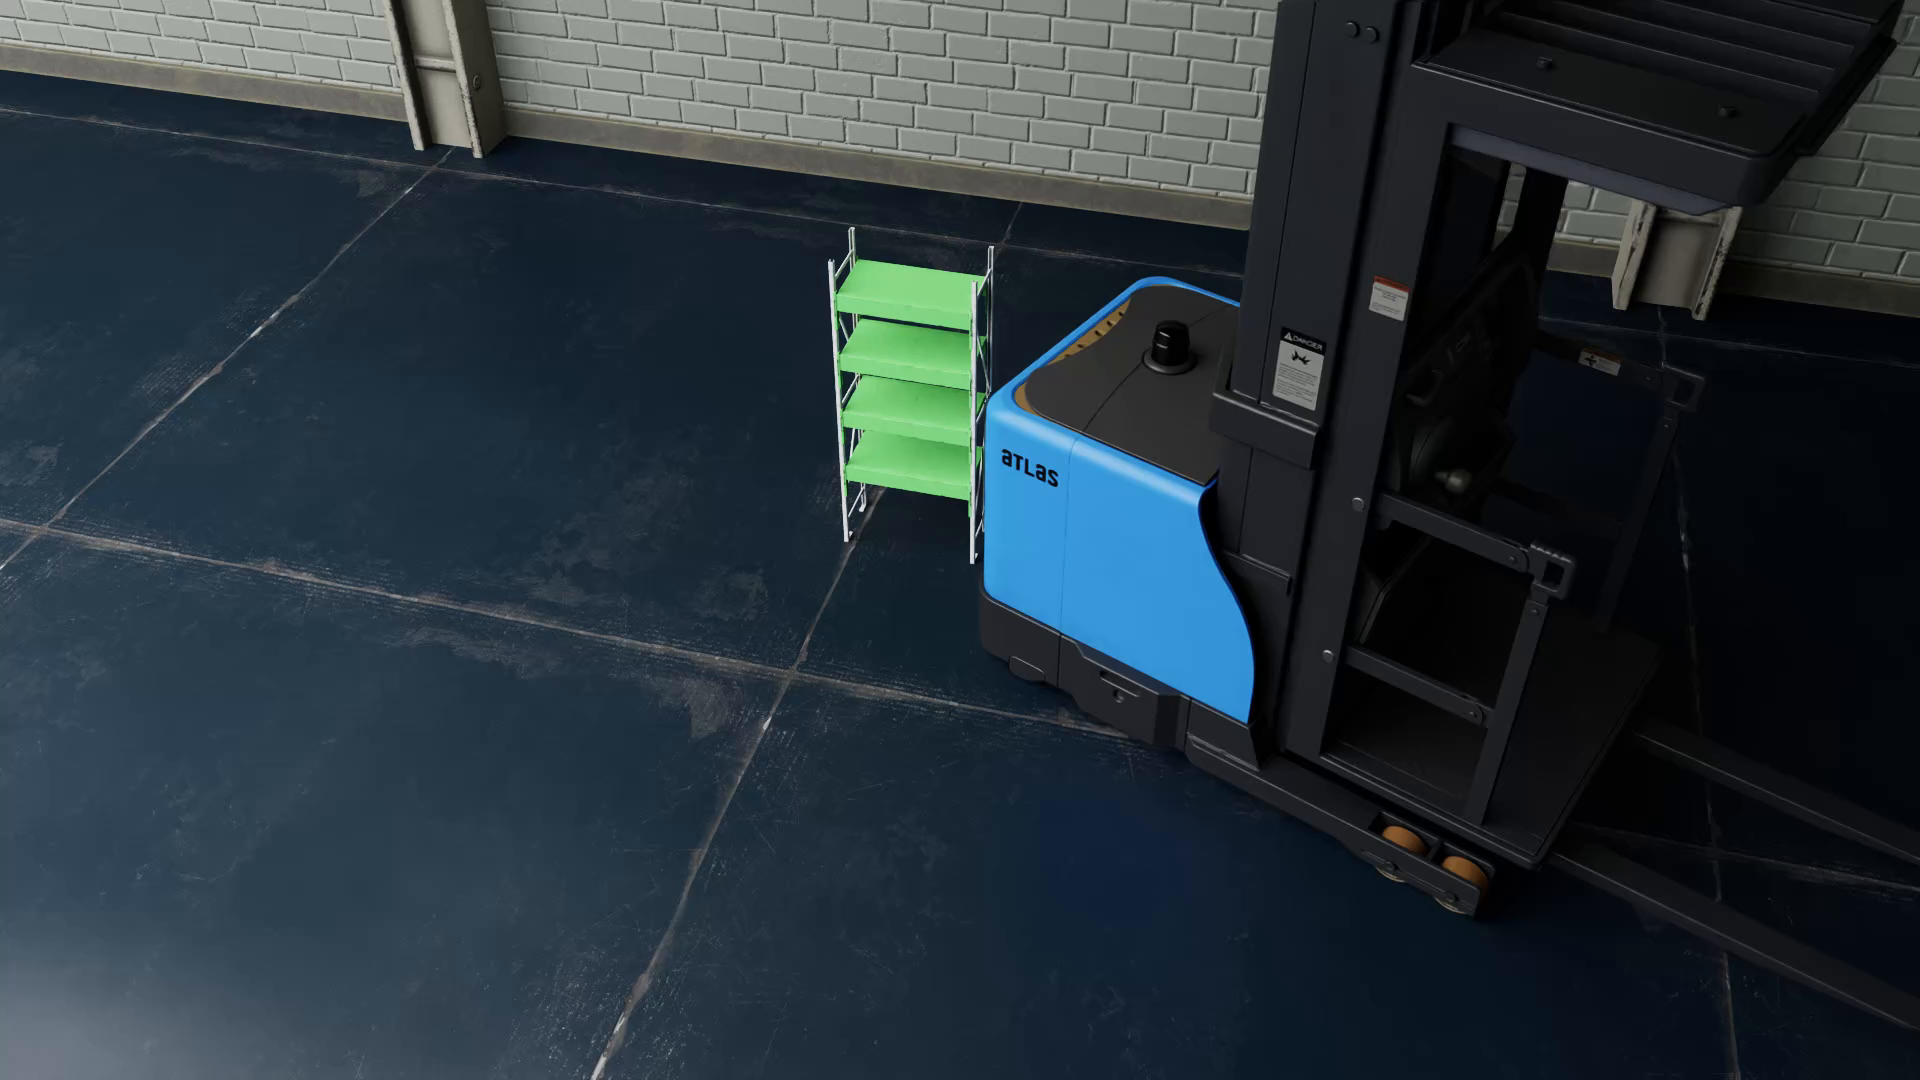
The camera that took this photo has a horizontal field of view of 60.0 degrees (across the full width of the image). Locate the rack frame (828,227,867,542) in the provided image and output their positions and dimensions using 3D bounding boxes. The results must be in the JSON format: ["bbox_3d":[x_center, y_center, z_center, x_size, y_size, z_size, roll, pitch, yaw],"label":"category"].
[{"bbox_3d":[-0.396,-0.528,5.945,0.015,1.200,0.240,10,41,11],"label":"rack frame"}]

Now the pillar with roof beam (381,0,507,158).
[{"bbox_3d":[-3.732,-2.875,2.676,0.400,9.000,9.100,10,41,11],"label":"pillar with roof beam"}]

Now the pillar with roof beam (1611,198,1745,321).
[{"bbox_3d":[2.064,-1.877,1.488,0.400,9.000,9.100,10,41,11],"label":"pillar with roof beam"}]

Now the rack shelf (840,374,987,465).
[{"bbox_3d":[-0.160,-0.438,5.938,0.480,0.148,0.258,10,41,11],"label":"rack shelf"}]

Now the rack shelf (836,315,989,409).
[{"bbox_3d":[-0.160,-0.622,5.784,0.480,0.148,0.258,10,41,11],"label":"rack shelf"}]

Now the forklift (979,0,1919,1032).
[{"bbox_3d":[1.549,-0.409,4.458,3.031,2.935,1.130,26,46,27],"label":"forklift"}]

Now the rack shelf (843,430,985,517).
[{"bbox_3d":[-0.160,-0.254,6.092,0.480,0.148,0.258,10,41,11],"label":"rack shelf"}]

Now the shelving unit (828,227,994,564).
[{"bbox_3d":[-0.160,-0.487,5.897,0.503,1.200,0.258,10,41,11],"label":"shelving unit"}]

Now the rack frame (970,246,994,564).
[{"bbox_3d":[0.076,-0.446,5.849,0.015,1.200,0.240,10,41,11],"label":"rack frame"}]

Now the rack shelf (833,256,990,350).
[{"bbox_3d":[-0.160,-0.806,5.629,0.480,0.148,0.258,10,41,11],"label":"rack shelf"}]
